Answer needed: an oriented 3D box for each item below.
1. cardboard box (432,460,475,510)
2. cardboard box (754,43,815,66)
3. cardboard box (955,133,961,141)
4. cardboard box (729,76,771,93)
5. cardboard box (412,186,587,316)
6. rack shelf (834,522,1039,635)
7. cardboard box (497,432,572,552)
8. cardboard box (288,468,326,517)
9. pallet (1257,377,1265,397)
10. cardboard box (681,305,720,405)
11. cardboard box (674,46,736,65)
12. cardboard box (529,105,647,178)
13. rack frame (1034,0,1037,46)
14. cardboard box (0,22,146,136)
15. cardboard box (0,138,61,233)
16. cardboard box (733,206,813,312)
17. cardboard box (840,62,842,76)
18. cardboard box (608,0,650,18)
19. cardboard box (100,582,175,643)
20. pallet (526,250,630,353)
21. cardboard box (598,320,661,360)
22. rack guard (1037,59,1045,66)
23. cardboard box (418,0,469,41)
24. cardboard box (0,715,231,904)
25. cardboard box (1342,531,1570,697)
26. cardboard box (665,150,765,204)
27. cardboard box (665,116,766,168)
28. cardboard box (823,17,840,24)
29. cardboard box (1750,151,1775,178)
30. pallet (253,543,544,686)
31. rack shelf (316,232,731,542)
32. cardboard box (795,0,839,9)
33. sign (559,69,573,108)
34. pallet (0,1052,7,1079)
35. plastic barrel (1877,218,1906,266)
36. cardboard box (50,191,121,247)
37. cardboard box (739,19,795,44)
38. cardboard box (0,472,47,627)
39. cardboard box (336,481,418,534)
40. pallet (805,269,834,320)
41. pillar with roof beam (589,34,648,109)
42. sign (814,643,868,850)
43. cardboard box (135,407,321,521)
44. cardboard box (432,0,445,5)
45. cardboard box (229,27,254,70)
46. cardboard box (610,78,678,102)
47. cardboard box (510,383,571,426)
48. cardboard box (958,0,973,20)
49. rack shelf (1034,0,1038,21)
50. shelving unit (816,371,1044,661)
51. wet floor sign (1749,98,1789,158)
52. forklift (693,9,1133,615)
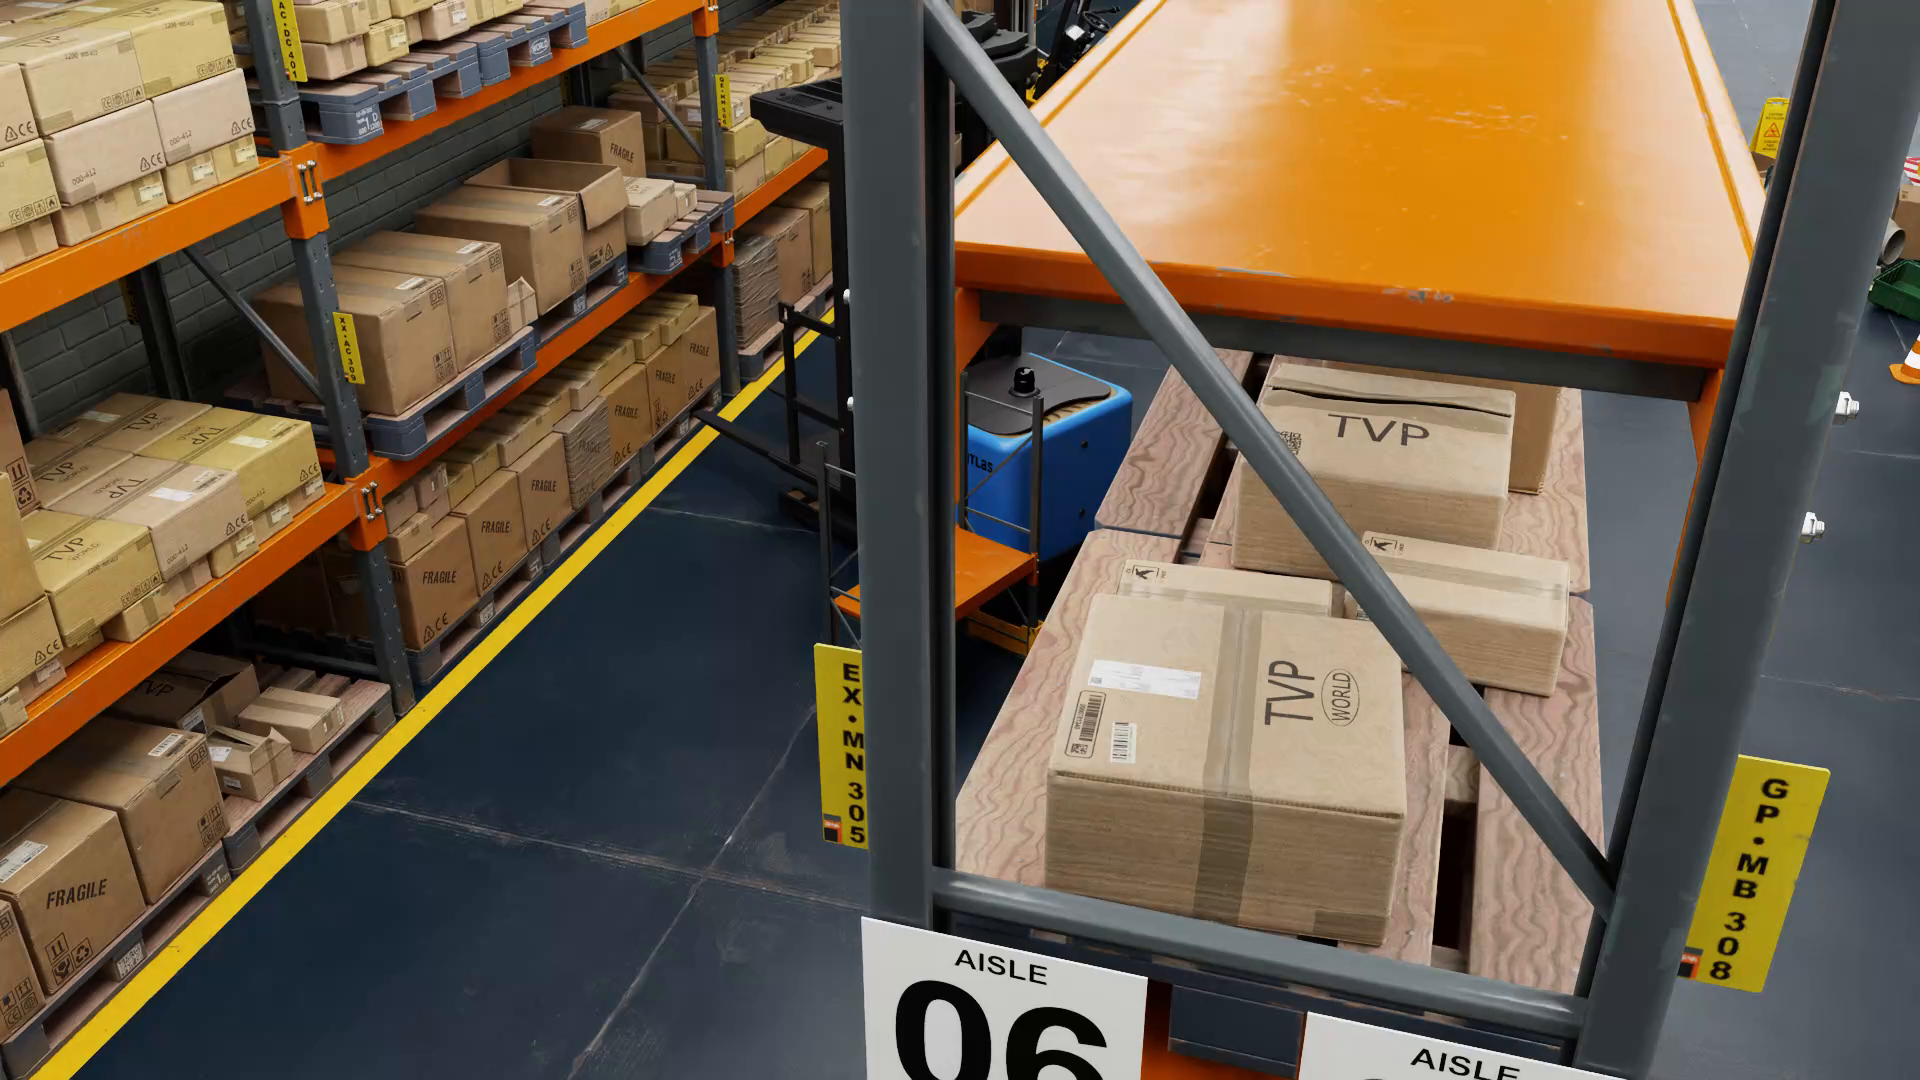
[{"bbox_3d":[-2.768,-0.298,8.671,0.380,0.149,0.250,7,30,12],"label":"cardboard box"},{"bbox_3d":[-1.298,-3.562,12.297,0.380,0.149,0.250,8,30,15],"label":"cardboard box"},{"bbox_3d":[-0.268,-3.867,15.498,0.500,0.250,0.500,8,30,15],"label":"cardboard box"},{"bbox_3d":[-1.522,-3.073,11.418,0.380,0.149,0.250,9,30,16],"label":"cardboard box"},{"bbox_3d":[-2.462,-1.559,8.932,0.700,0.500,0.500,8,30,15],"label":"cardboard box"},{"bbox_3d":[-0.124,0.257,8.116,0.538,0.185,1.000,21,35,33],"label":"rack shelf"},{"bbox_3d":[-2.545,-0.298,9.339,0.500,0.500,0.500,8,30,13],"label":"cardboard box"},{"bbox_3d":[-3.052,-0.240,7.354,0.380,0.149,0.250,9,30,16],"label":"cardboard box"},{"bbox_3d":[1.296,-0.720,4.965,1.003,0.211,1.213,8,30,15],"label":"pallet"},{"bbox_3d":[-1.944,-1.256,11.062,0.500,0.500,0.500,9,30,16],"label":"cardboard box"},{"bbox_3d":[-1.869,-3.511,12.206,0.380,0.149,0.250,8,30,14],"label":"cardboard box"},{"bbox_3d":[-2.326,-2.403,10.449,0.500,0.500,0.500,10,31,17],"label":"cardboard box"},{"bbox_3d":[0.323,-6.110,17.648,1.000,3.000,0.127,8,30,15],"label":"rack frame"},{"bbox_3d":[-3.258,-1.621,5.828,0.500,0.250,0.500,8,30,14],"label":"cardboard box"},{"bbox_3d":[-3.406,-1.169,5.529,0.500,0.250,0.500,9,30,16],"label":"cardboard box"},{"bbox_3d":[-1.645,-2.131,12.506,0.875,0.625,0.625,9,30,17],"label":"cardboard box"},{"bbox_3d":[-1.051,-3.663,12.889,0.500,0.250,0.500,9,30,16],"label":"cardboard box"},{"bbox_3d":[-2.091,-3.131,9.361,0.500,0.250,0.500,9,30,15],"label":"cardboard box"},{"bbox_3d":[-3.312,0.250,6.474,0.380,0.149,0.250,8,30,14],"label":"cardboard box"},{"bbox_3d":[-2.592,-1.404,9.386,1.003,0.211,1.213,8,30,15],"label":"pallet"},{"bbox_3d":[-2.098,-1.254,10.391,0.380,0.149,0.250,7,30,13],"label":"cardboard box"},{"bbox_3d":[0.330,-5.029,18.276,1.175,0.500,0.348,8,30,15],"label":"rack guard"},{"bbox_3d":[-2.486,-2.396,7.610,0.380,0.149,0.250,9,30,16],"label":"cardboard box"},{"bbox_3d":[-3.511,1.089,6.846,0.700,0.500,0.500,7,30,13],"label":"cardboard box"},{"bbox_3d":[0.912,0.131,3.067,0.380,0.149,0.250,10,30,17],"label":"cardboard box"},{"bbox_3d":[-1.662,-2.498,11.310,0.500,0.250,0.500,9,30,15],"label":"cardboard box"},{"bbox_3d":[-1.638,-2.713,11.182,0.500,0.250,0.500,8,30,15],"label":"cardboard box"},{"bbox_3d":[-0.871,-4.018,13.118,0.380,0.149,0.250,8,30,13],"label":"cardboard box"},{"bbox_3d":[6.973,-3.135,14.868,0.797,0.503,0.637,-12,31,-20],"label":"cardboard box"},{"bbox_3d":[-2.997,0.302,8.991,1.003,0.211,1.213,8,30,15],"label":"pallet"},{"bbox_3d":[-2.613,-1.149,9.469,1.077,0.370,4.000,8,30,15],"label":"rack shelf"},{"bbox_3d":[-1.160,-4.446,13.886,0.380,0.149,0.250,8,30,14],"label":"cardboard box"},{"bbox_3d":[-2.557,-2.976,10.823,0.100,0.325,0.005,8,30,15],"label":"sign"},{"bbox_3d":[-4.118,2.138,5.690,1.003,0.211,1.213,8,30,15],"label":"pallet"},{"bbox_3d":[7.523,-2.506,13.819,0.421,0.421,0.512,-17,34,-28],"label":"plastic barrel"},{"bbox_3d":[-3.261,-1.175,5.949,0.380,0.149,0.250,8,30,15],"label":"cardboard box"},{"bbox_3d":[-1.515,-3.979,13.047,0.380,0.149,0.250,8,30,15],"label":"cardboard box"},{"bbox_3d":[-3.543,0.064,5.627,0.500,0.500,0.500,9,30,16],"label":"cardboard box"},{"bbox_3d":[-2.898,-0.176,8.146,0.380,0.149,0.250,8,30,14],"label":"cardboard box"},{"bbox_3d":[-1.387,-2.116,13.337,1.003,0.211,1.213,8,30,15],"label":"pallet"},{"bbox_3d":[1.611,-5.134,9.723,9.100,9.000,0.400,8,30,15],"label":"pillar with roof beam"},{"bbox_3d":[-0.142,0.285,2.238,0.100,0.325,0.005,8,30,15],"label":"sign"},{"bbox_3d":[-3.116,-0.327,7.100,0.500,0.250,0.500,9,30,16],"label":"cardboard box"},{"bbox_3d":[-2.517,-2.537,7.558,0.380,0.149,0.250,8,30,14],"label":"cardboard box"},{"bbox_3d":[-3.177,-2.113,7.100,0.380,0.149,0.250,8,30,15],"label":"cardboard box"},{"bbox_3d":[-2.154,-3.037,11.354,0.380,0.149,0.250,9,30,16],"label":"cardboard box"},{"bbox_3d":[-2.465,-0.782,9.543,0.380,0.149,0.250,9,30,15],"label":"cardboard box"},{"bbox_3d":[-0.187,-4.944,15.449,0.500,0.500,0.500,8,30,14],"label":"cardboard box"},{"bbox_3d":[-0.264,-4.866,16.152,1.077,0.370,4.000,8,30,15],"label":"rack shelf"},{"bbox_3d":[-0.129,0.103,8.022,0.587,1.500,1.083,21,35,33],"label":"shelving unit"},{"bbox_3d":[7.946,-4.011,16.297,0.267,0.644,0.232,3,29,6],"label":"wet floor sign"},{"bbox_3d":[-0.436,-1.498,9.428,1.130,2.935,3.031,-25,38,-38],"label":"forklift"}]
